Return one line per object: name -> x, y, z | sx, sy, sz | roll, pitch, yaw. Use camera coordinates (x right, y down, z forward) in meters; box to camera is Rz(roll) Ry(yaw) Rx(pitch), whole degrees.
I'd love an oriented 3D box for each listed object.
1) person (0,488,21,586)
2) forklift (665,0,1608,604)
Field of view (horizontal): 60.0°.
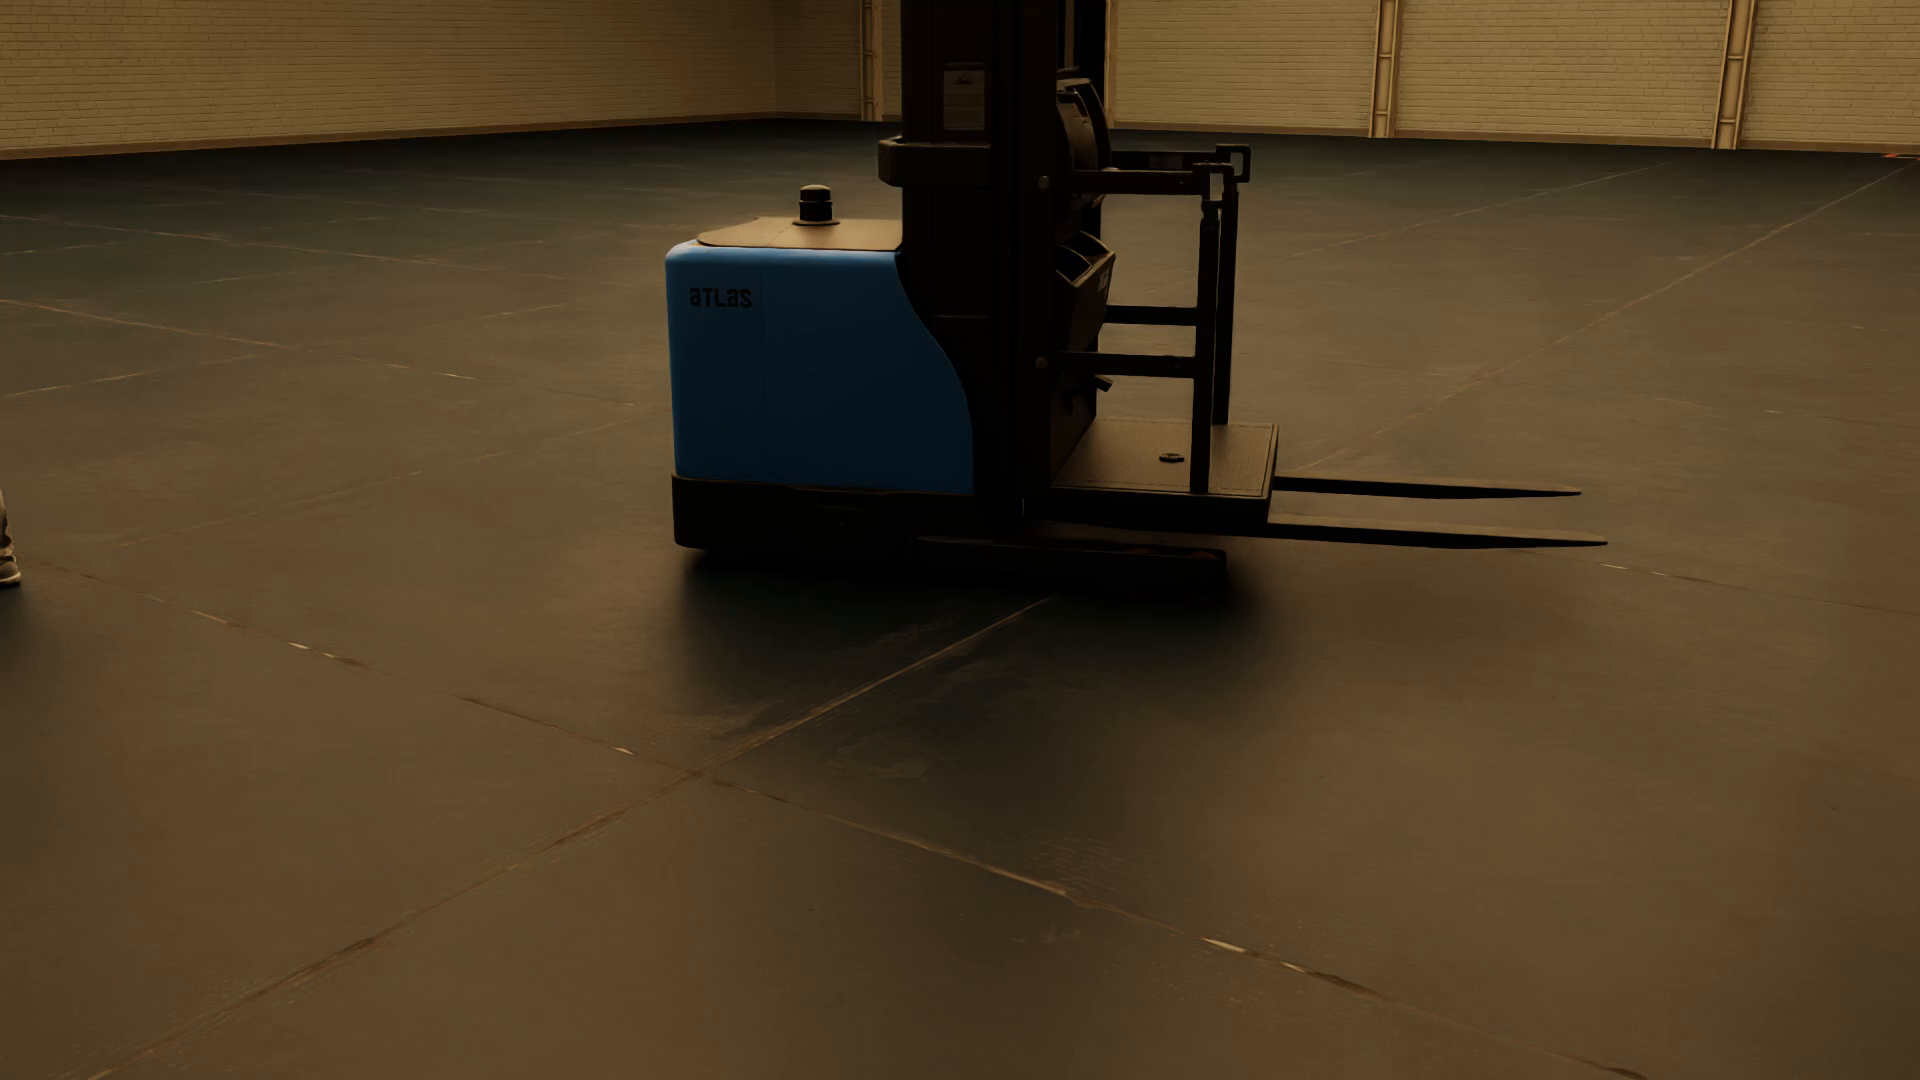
person -> -3.164, -0.599, 5.048 | 0.373, 1.665, 0.543 | -4, 17, -12
forklift -> 0.595, -1.367, 5.404 | 3.031, 2.935, 1.130 | 4, 17, 12
